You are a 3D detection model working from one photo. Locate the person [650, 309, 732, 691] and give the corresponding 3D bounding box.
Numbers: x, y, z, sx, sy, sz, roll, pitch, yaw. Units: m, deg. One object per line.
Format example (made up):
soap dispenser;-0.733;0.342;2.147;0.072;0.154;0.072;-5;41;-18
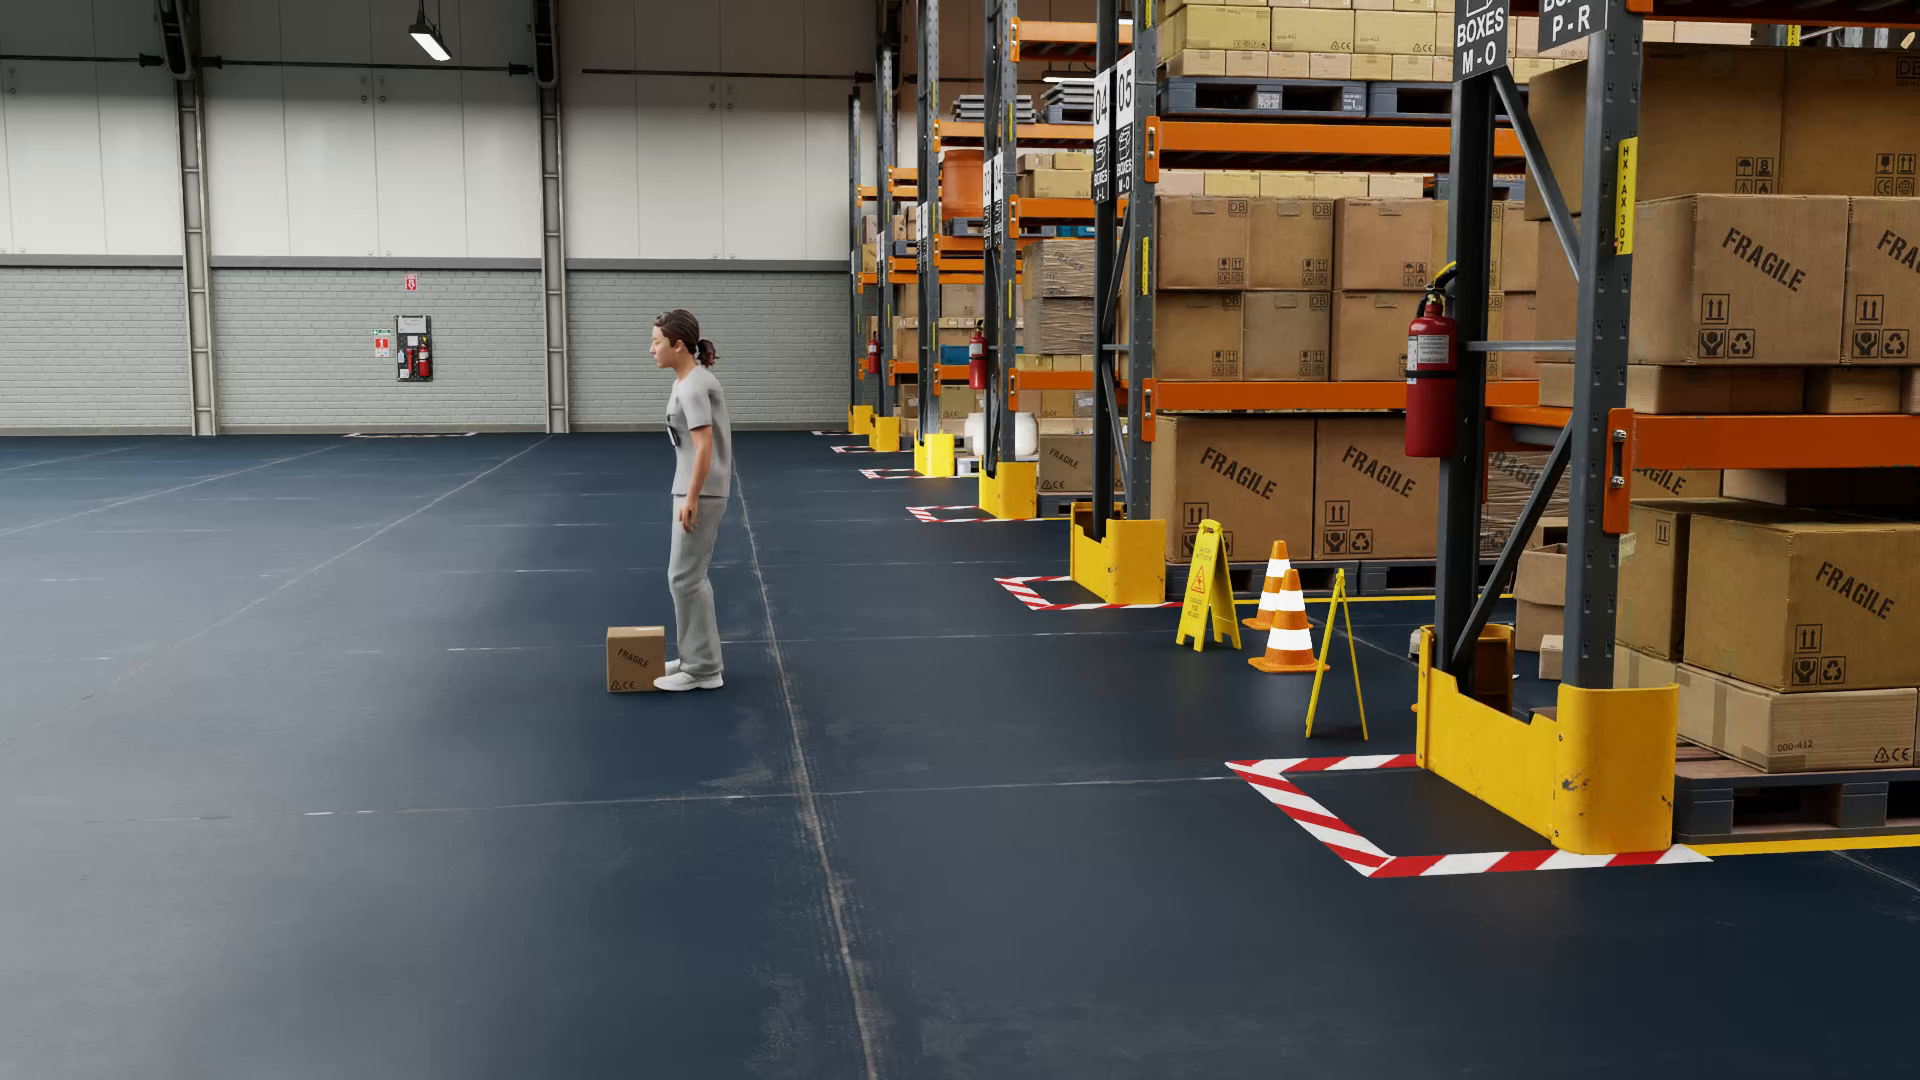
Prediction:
person;-1.197;-0.181;7.380;0.364;1.671;0.506;-1;7;-12
